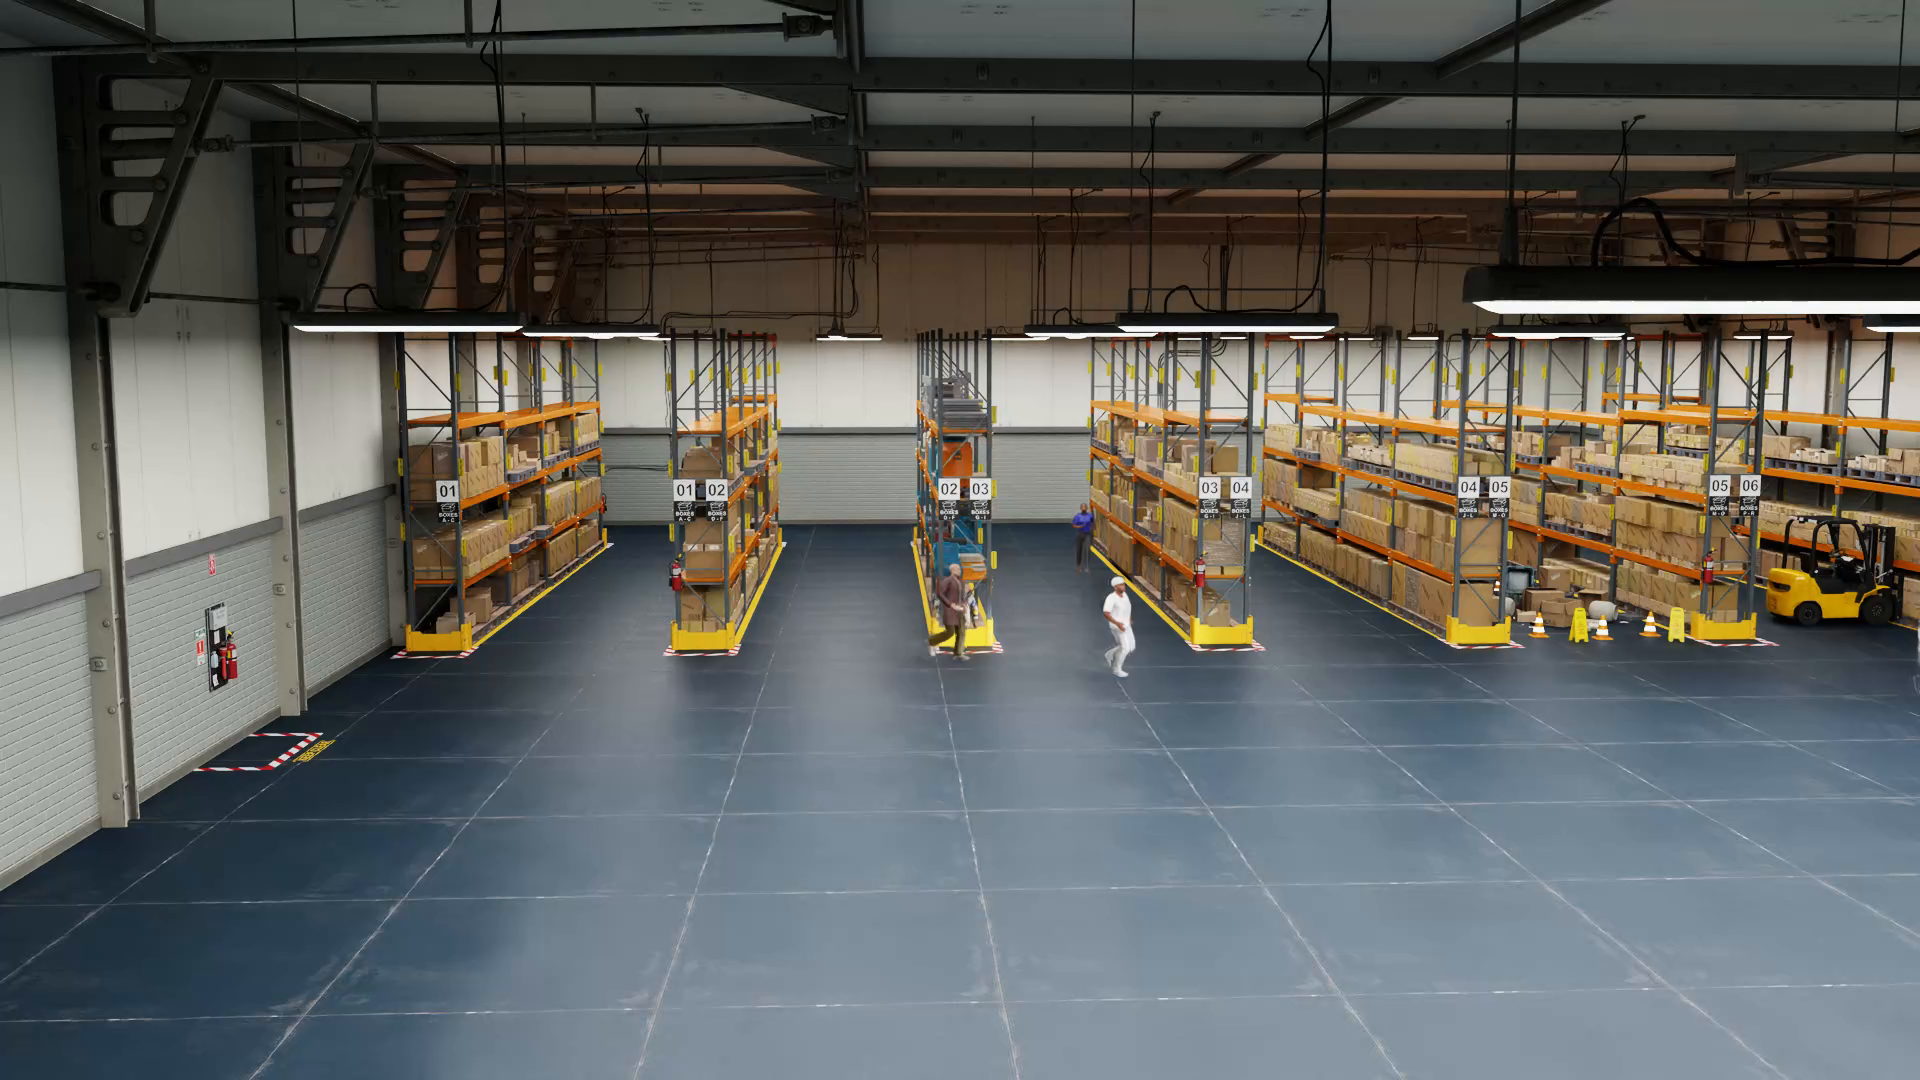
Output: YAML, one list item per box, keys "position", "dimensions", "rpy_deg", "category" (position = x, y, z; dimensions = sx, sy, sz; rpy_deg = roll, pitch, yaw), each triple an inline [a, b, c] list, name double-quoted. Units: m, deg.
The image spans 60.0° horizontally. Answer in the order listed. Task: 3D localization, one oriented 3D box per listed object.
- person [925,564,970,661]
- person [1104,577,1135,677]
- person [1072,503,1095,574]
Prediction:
- position: [-0.166, 1.398, 30.251]
  dimensions: [0.889, 1.557, 0.769]
  rpy_deg: [3, 7, 22]
  category: "person"
- position: [2.737, 1.488, 28.766]
  dimensions: [0.546, 1.729, 0.698]
  rpy_deg: [4, 8, 33]
  category: "person"
- position: [2.935, -0.037, 39.499]
  dimensions: [0.556, 1.699, 0.880]
  rpy_deg: [0, 7, -2]
  category: "person"
